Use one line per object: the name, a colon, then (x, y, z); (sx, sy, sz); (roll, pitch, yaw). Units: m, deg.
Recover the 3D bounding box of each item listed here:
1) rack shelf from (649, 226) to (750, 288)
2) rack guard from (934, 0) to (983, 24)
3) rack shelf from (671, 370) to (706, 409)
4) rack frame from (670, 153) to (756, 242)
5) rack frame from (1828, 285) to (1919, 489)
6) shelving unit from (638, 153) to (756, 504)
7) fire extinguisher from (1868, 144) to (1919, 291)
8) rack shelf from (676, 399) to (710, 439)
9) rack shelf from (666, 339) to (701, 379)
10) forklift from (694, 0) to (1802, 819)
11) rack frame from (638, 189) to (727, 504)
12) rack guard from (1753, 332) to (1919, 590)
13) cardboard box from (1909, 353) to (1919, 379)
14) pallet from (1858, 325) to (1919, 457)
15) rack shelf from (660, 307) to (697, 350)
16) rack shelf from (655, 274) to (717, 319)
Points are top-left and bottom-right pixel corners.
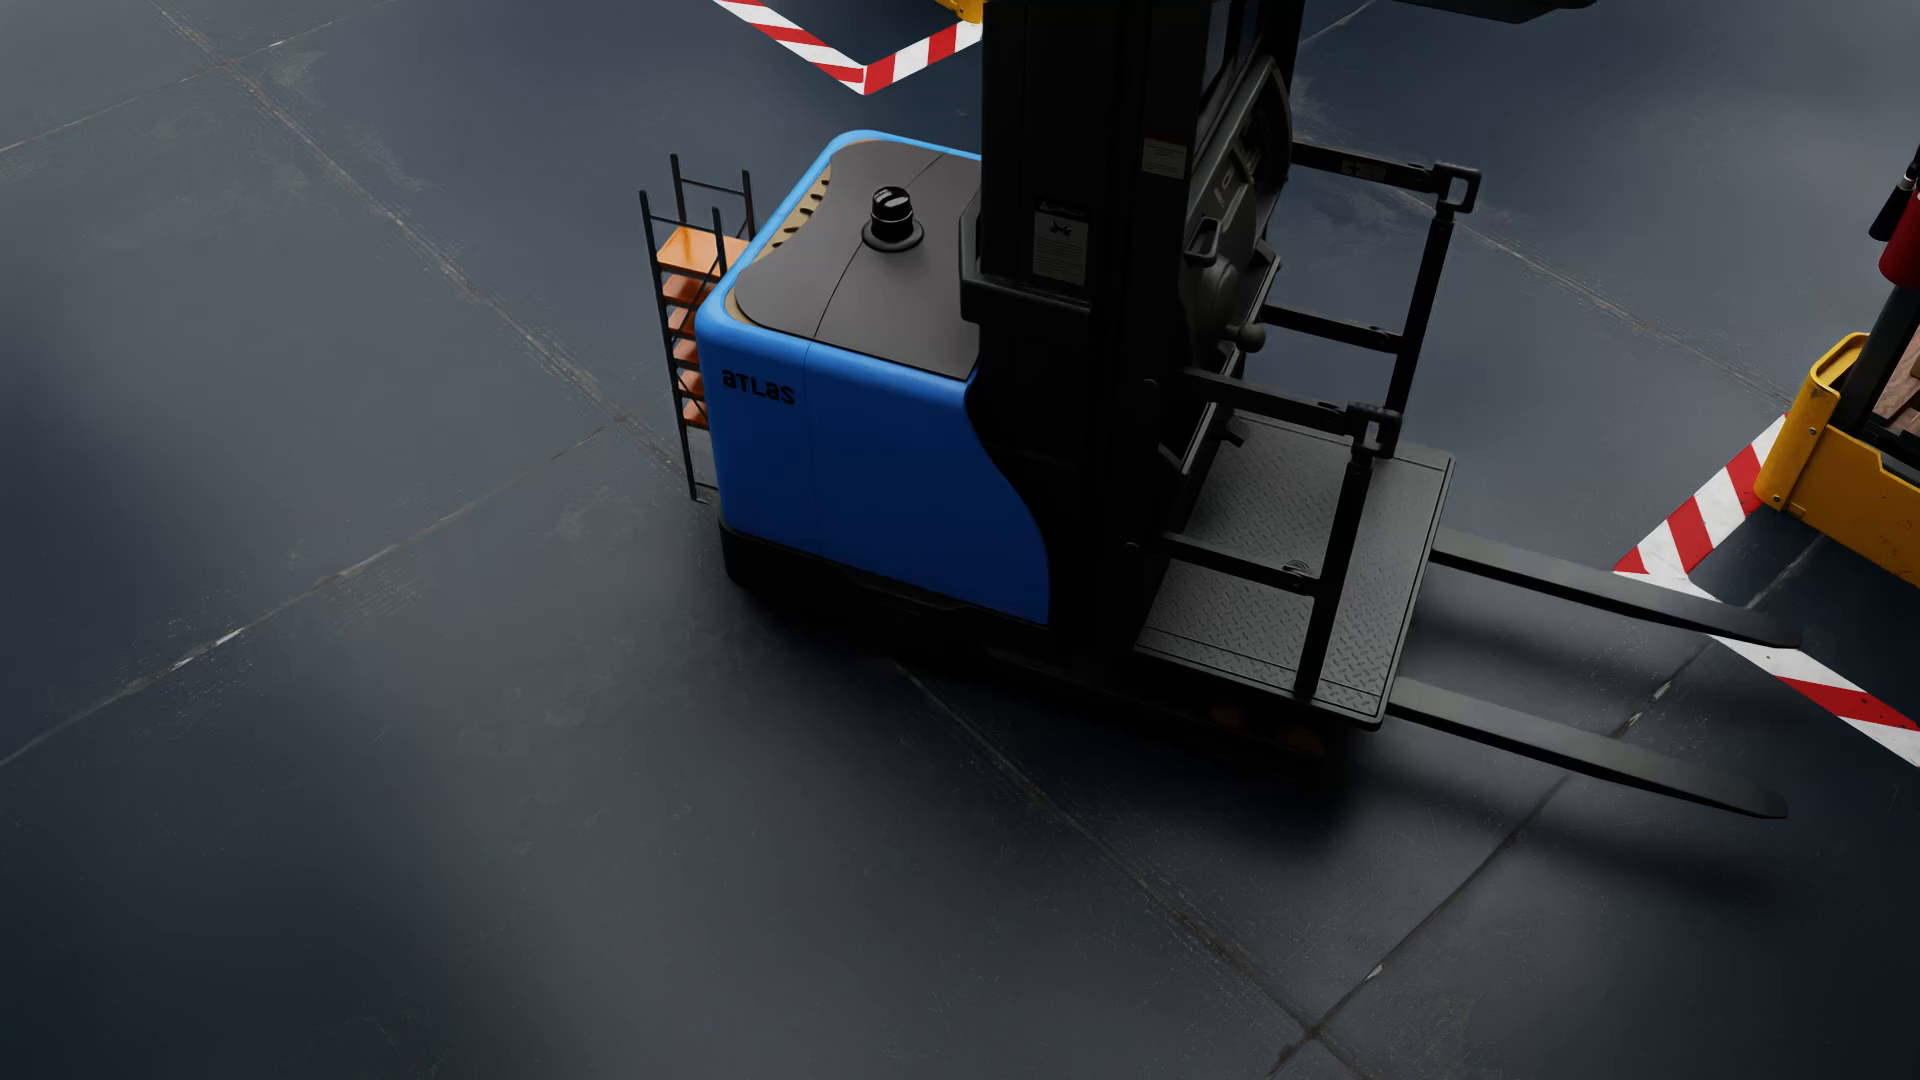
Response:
rack shelf: (-0.723, -0.785, 4.728); (0.258, 0.103, 0.180); (15, 49, 14)
rack guard: (-0.194, -2.835, 7.526); (0.348, 0.500, 1.175); (-34, 56, -27)
rack shelf: (-0.723, -0.459, 5.081); (0.258, 0.103, 0.180); (15, 49, 14)
rack frame: (-0.691, -0.634, 5.018); (0.240, 1.200, 0.006); (15, 49, 14)
rack frame: (3.085, -0.954, 4.089); (0.127, 3.000, 1.000); (-34, 56, -27)
shelving unit: (-0.723, -0.571, 4.960); (0.258, 1.200, 0.189); (15, 49, 14)
fire extinguisher: (2.663, -0.977, 4.417); (0.183, 0.674, 0.296); (-34, 56, -27)
rack shelf: (-0.723, -0.378, 5.169); (0.258, 0.103, 0.180); (15, 49, 14)
rack shelf: (-0.723, -0.540, 4.993); (0.258, 0.103, 0.180); (15, 49, 14)
forklift: (0.853, -0.769, 3.965); (3.031, 2.935, 1.130); (16, 49, 15)
rack frame: (-0.755, -0.508, 4.902); (0.240, 1.200, 0.006); (15, 49, 14)
rack guard: (3.068, -0.094, 4.997); (0.348, 0.500, 1.175); (-34, 56, -27)
cardboard box: (3.536, -0.649, 5.223); (0.500, 0.500, 0.700); (-34, 56, -27)
pallet: (3.624, -0.446, 5.518); (1.213, 0.211, 1.003); (-34, 56, -27)
rack shelf: (-0.723, -0.622, 4.904); (0.258, 0.103, 0.180); (15, 49, 14)
rack shelf: (-0.723, -0.703, 4.816); (0.258, 0.103, 0.180); (15, 49, 14)
